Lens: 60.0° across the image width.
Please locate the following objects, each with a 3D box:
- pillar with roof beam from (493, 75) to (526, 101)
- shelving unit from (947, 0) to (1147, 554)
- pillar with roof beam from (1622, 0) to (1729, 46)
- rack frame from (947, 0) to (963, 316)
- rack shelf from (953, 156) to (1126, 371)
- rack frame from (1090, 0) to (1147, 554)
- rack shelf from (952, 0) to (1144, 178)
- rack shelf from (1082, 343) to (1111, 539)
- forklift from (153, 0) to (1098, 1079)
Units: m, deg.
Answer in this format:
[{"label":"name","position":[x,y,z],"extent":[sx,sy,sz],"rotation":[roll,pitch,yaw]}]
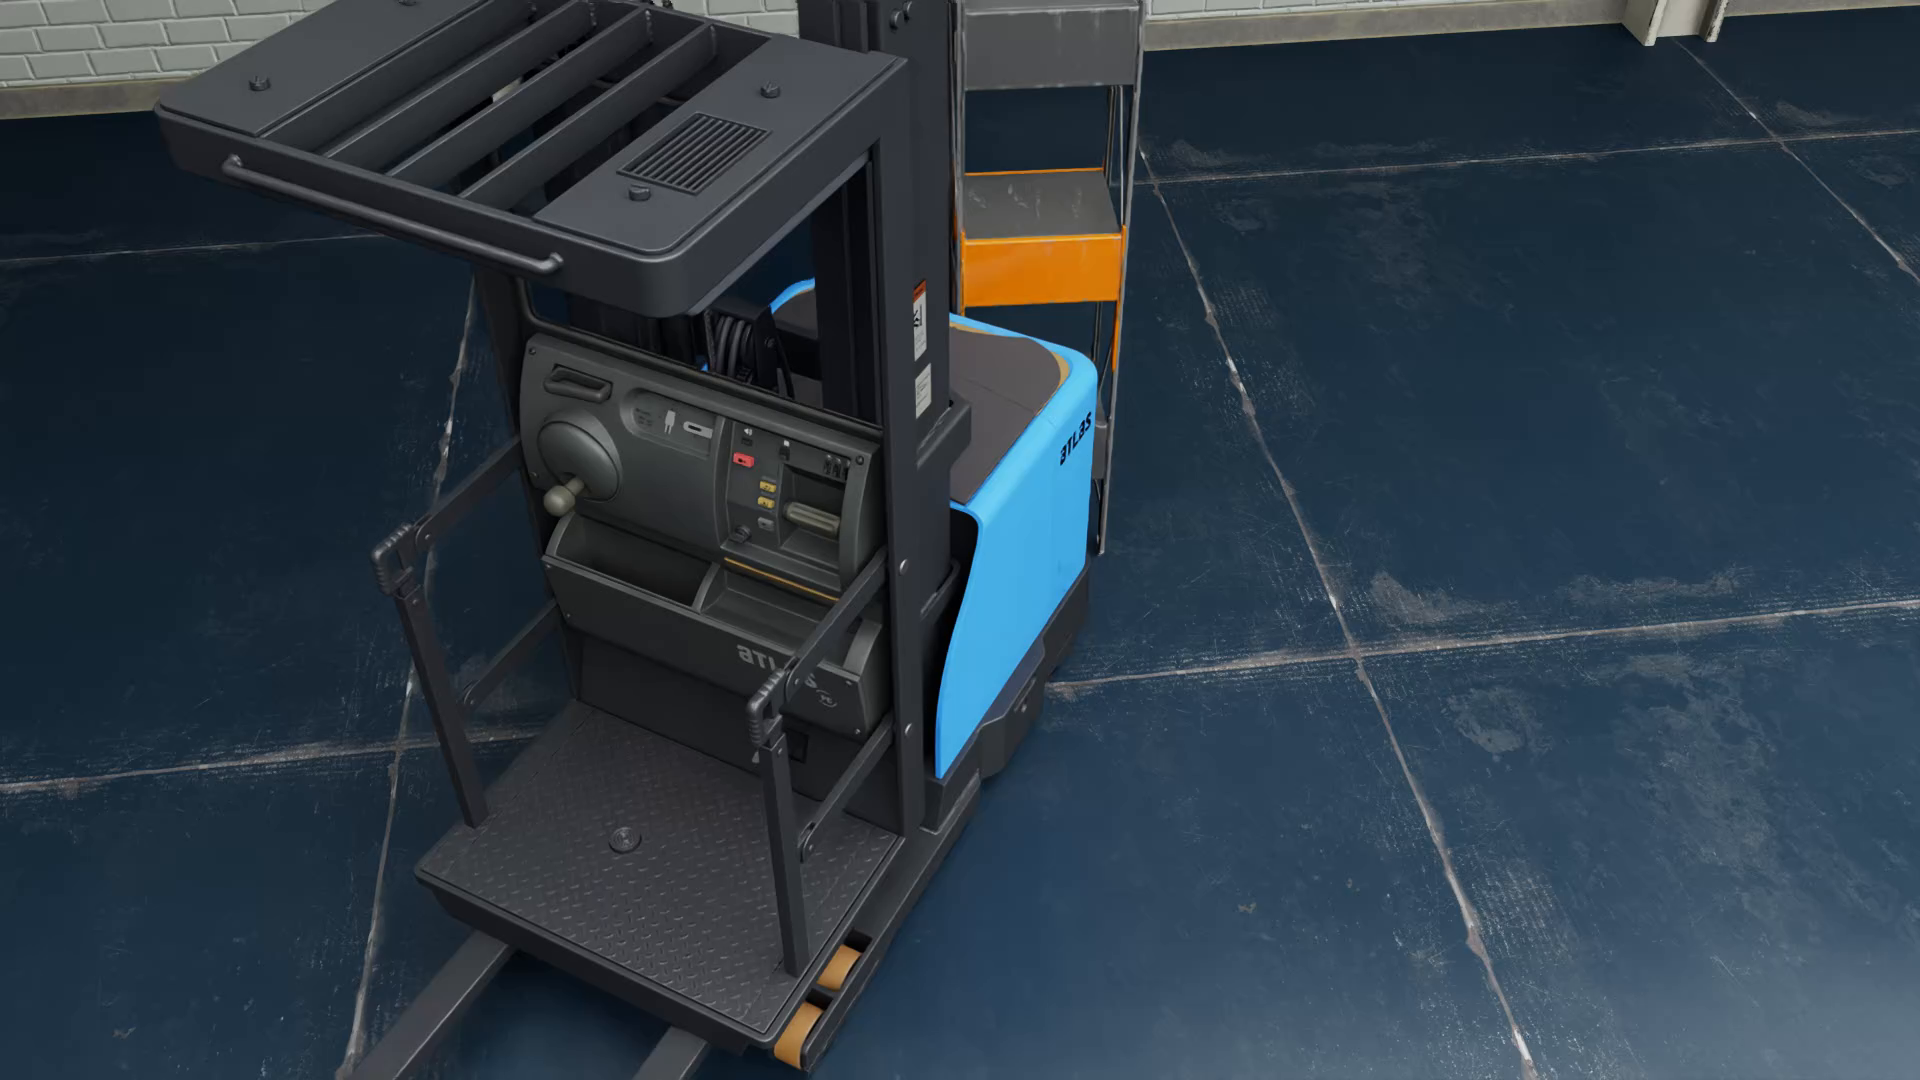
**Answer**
[{"label":"pillar with roof beam","position":[-1.686,-2.630,1.947],"extent":[0.400,9.000,9.100],"rotation":[-5,42,-6]},{"label":"shelving unit","position":[0.227,-0.851,5.126],"extent":[0.503,2.100,0.431],"rotation":[-3,42,-3]},{"label":"pillar with roof beam","position":[4.263,-3.151,2.525],"extent":[0.400,9.000,9.100],"rotation":[-5,42,-6]},{"label":"rack frame","position":[-0.016,-0.838,5.112],"extent":[0.015,2.100,0.400],"rotation":[-3,42,-3]},{"label":"rack shelf","position":[0.227,-0.841,5.135],"extent":[0.480,0.518,0.431],"rotation":[-3,42,-3]},{"label":"rack frame","position":[0.470,-0.864,5.141],"extent":[0.015,2.100,0.400],"rotation":[-3,42,-3]},{"label":"rack shelf","position":[0.227,-1.361,4.667],"extent":[0.480,0.518,0.431],"rotation":[-3,42,-3]},{"label":"rack shelf","position":[0.227,-0.322,5.604],"extent":[0.480,0.518,0.431],"rotation":[-3,42,-3]},{"label":"forklift","position":[-0.715,-0.088,3.659],"extent":[1.130,2.935,3.031],"rotation":[19,45,20]}]
